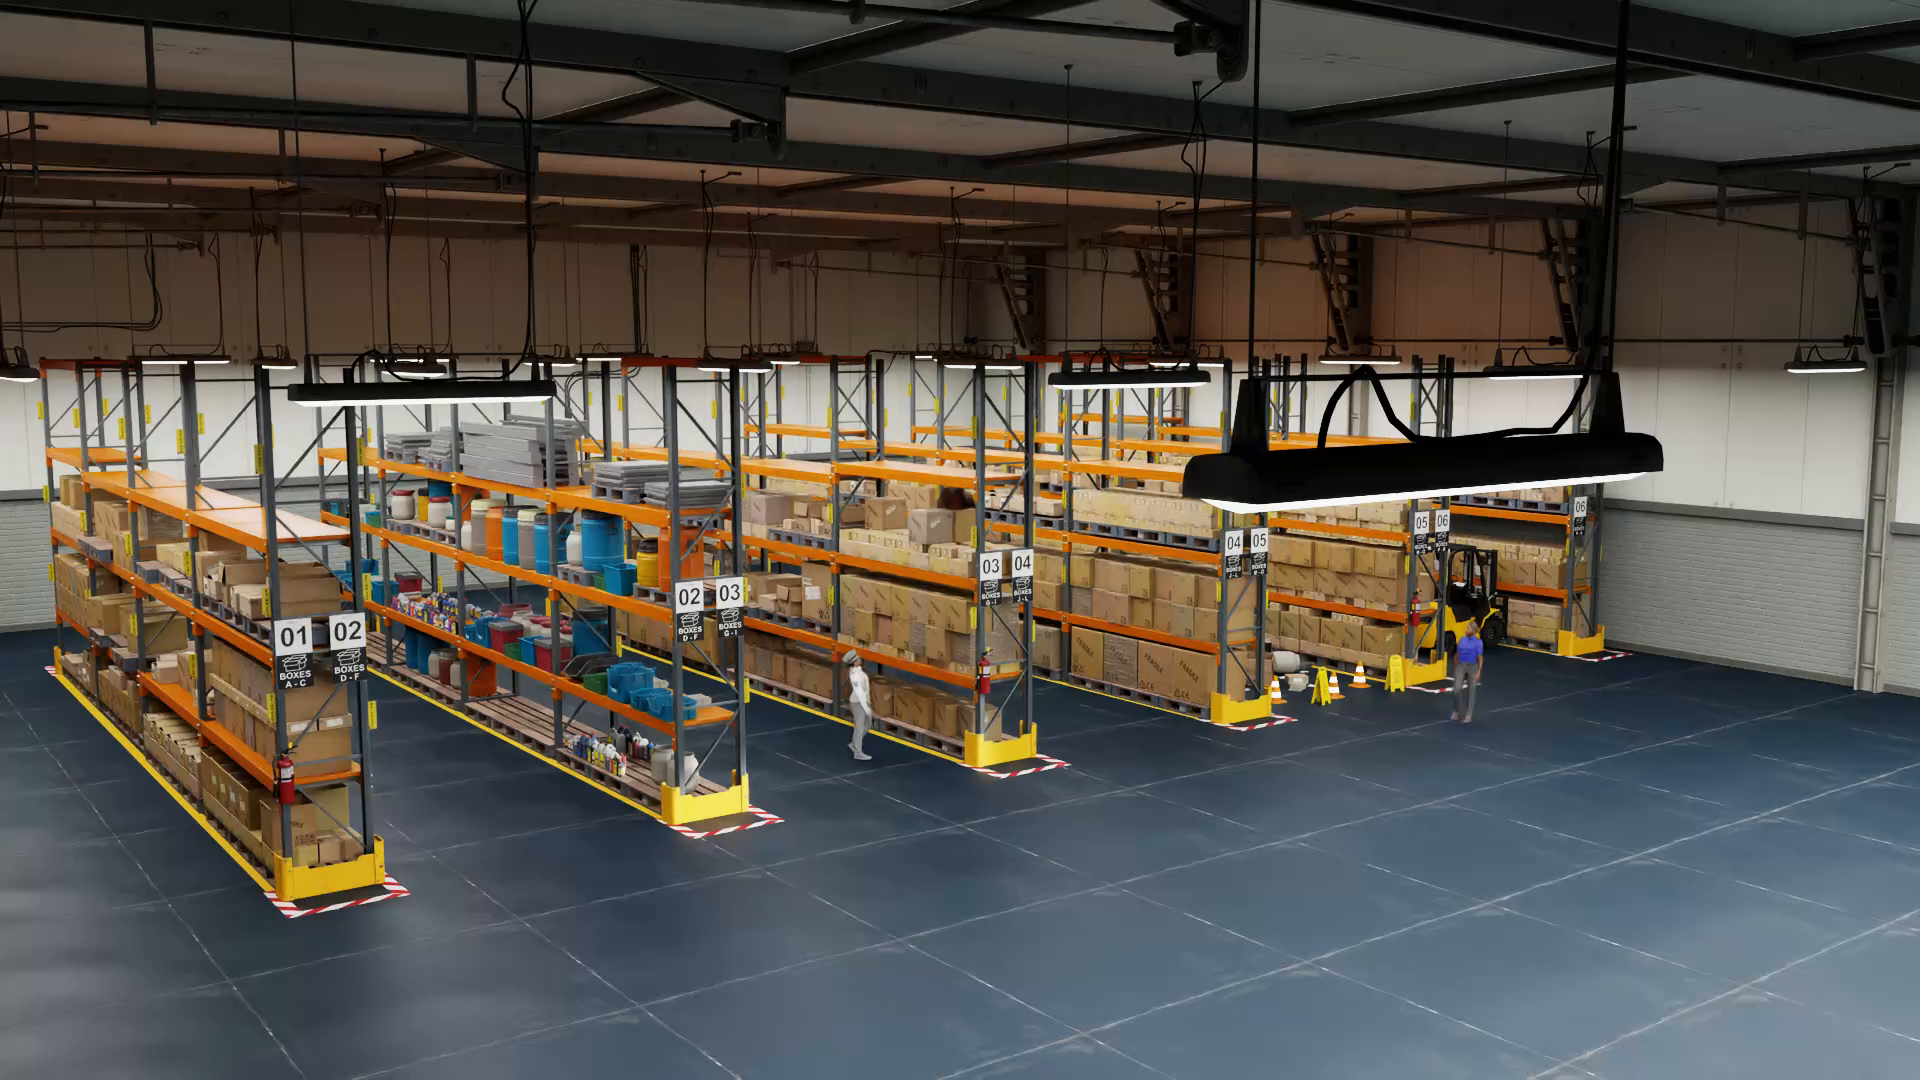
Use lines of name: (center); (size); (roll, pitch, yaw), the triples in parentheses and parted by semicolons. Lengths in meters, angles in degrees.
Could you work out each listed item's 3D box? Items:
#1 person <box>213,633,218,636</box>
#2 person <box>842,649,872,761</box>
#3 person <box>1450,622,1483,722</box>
person: (-12.661, 1.953, 29.069); (0.665, 1.716, 1.103); (-5, 9, -39)
person: (-1.518, 2.485, 25.201); (0.483, 1.676, 0.548); (2, 7, 13)
person: (8.454, 2.209, 27.728); (0.482, 1.686, 0.449); (3, 7, 21)
